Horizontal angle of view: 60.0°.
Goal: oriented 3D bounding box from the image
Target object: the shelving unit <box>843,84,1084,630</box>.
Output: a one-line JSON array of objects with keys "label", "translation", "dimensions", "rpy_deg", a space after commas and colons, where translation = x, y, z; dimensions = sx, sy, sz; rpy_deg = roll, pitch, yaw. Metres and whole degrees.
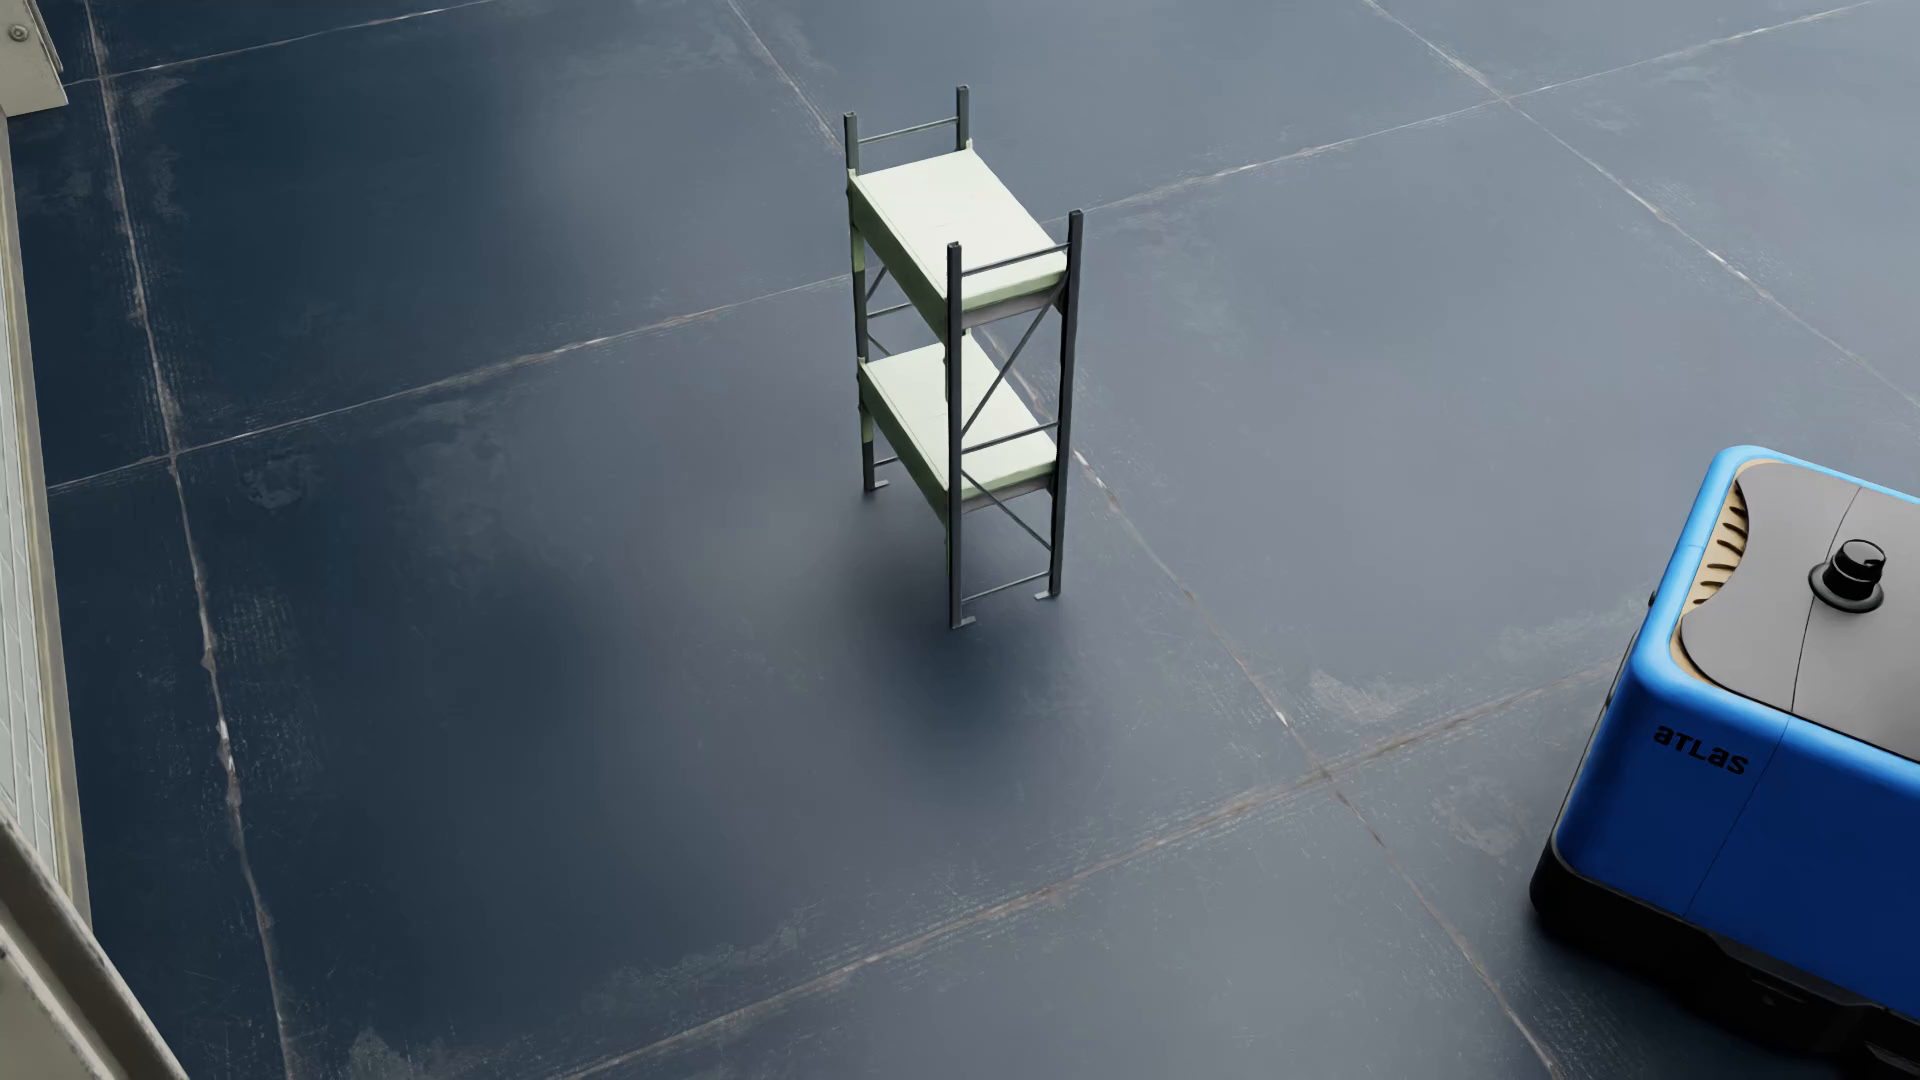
[{"label": "shelving unit", "translation": [-0.003, -0.538, 5.228], "dimensions": [0.431, 1.500, 0.755], "rpy_deg": [-18, 47, -17]}]

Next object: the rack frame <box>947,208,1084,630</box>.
[{"label": "rack frame", "translation": [0.151, -0.305, 4.991], "dimensions": [0.400, 1.500, 0.023], "rpy_deg": [-18, 47, -17]}]

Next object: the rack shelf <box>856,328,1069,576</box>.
[{"label": "rack shelf", "translation": [-0.003, -0.306, 5.457], "dimensions": [0.431, 0.370, 0.720], "rpy_deg": [-18, 47, -17]}]

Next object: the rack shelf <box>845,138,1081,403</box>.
[{"label": "rack shelf", "translation": [-0.003, -0.816, 4.953], "dimensions": [0.431, 0.370, 0.720], "rpy_deg": [-18, 47, -17]}]

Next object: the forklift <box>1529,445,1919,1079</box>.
[{"label": "forklift", "translation": [3.119, 0.262, 3.398], "dimensions": [3.031, 2.935, 1.130], "rpy_deg": [23, 49, 21]}]

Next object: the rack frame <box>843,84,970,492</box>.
[{"label": "rack frame", "translation": [-0.157, -0.771, 5.464], "dimensions": [0.400, 1.500, 0.023], "rpy_deg": [-18, 47, -17]}]
